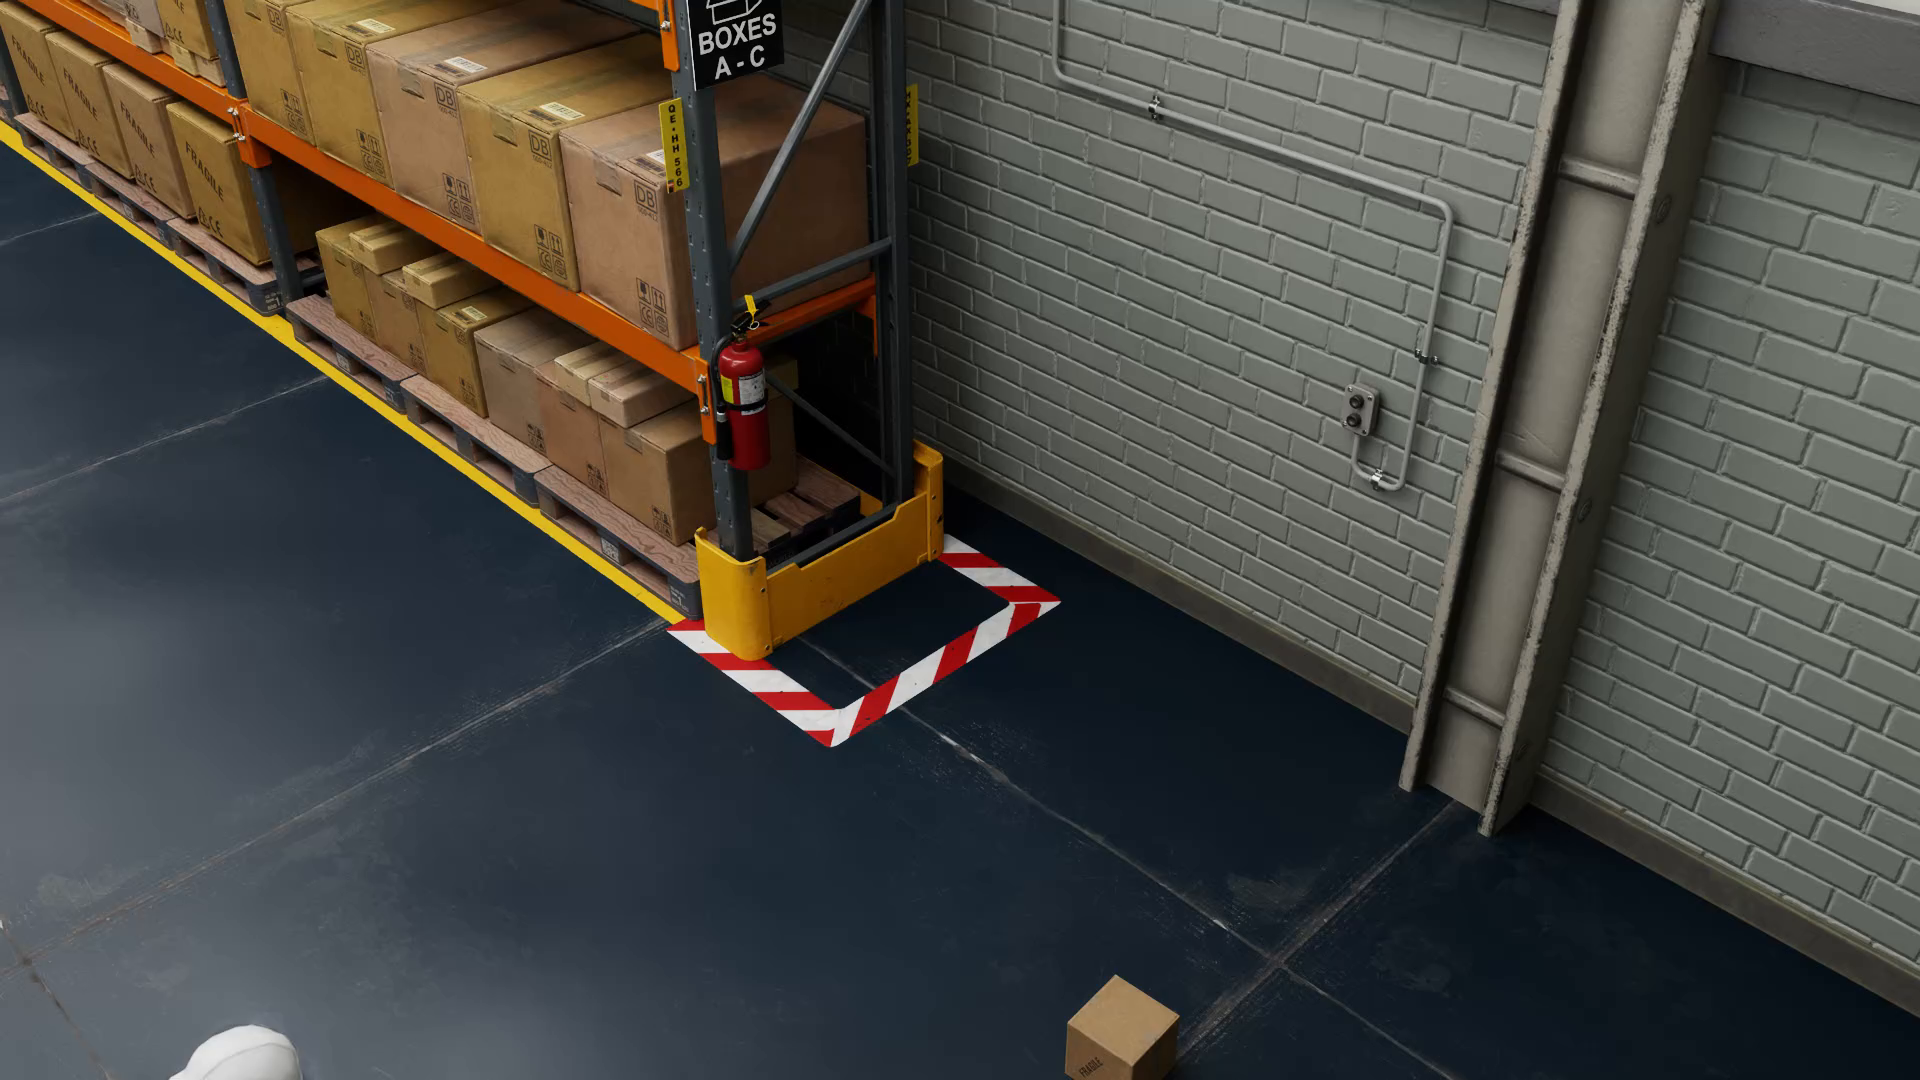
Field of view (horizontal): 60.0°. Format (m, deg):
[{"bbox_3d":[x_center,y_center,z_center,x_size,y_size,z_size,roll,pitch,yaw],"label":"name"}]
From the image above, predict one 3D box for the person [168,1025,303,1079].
[{"bbox_3d":[-1.475,1.750,3.662,0.706,1.830,0.601,-29,44,-34],"label":"person"}]
